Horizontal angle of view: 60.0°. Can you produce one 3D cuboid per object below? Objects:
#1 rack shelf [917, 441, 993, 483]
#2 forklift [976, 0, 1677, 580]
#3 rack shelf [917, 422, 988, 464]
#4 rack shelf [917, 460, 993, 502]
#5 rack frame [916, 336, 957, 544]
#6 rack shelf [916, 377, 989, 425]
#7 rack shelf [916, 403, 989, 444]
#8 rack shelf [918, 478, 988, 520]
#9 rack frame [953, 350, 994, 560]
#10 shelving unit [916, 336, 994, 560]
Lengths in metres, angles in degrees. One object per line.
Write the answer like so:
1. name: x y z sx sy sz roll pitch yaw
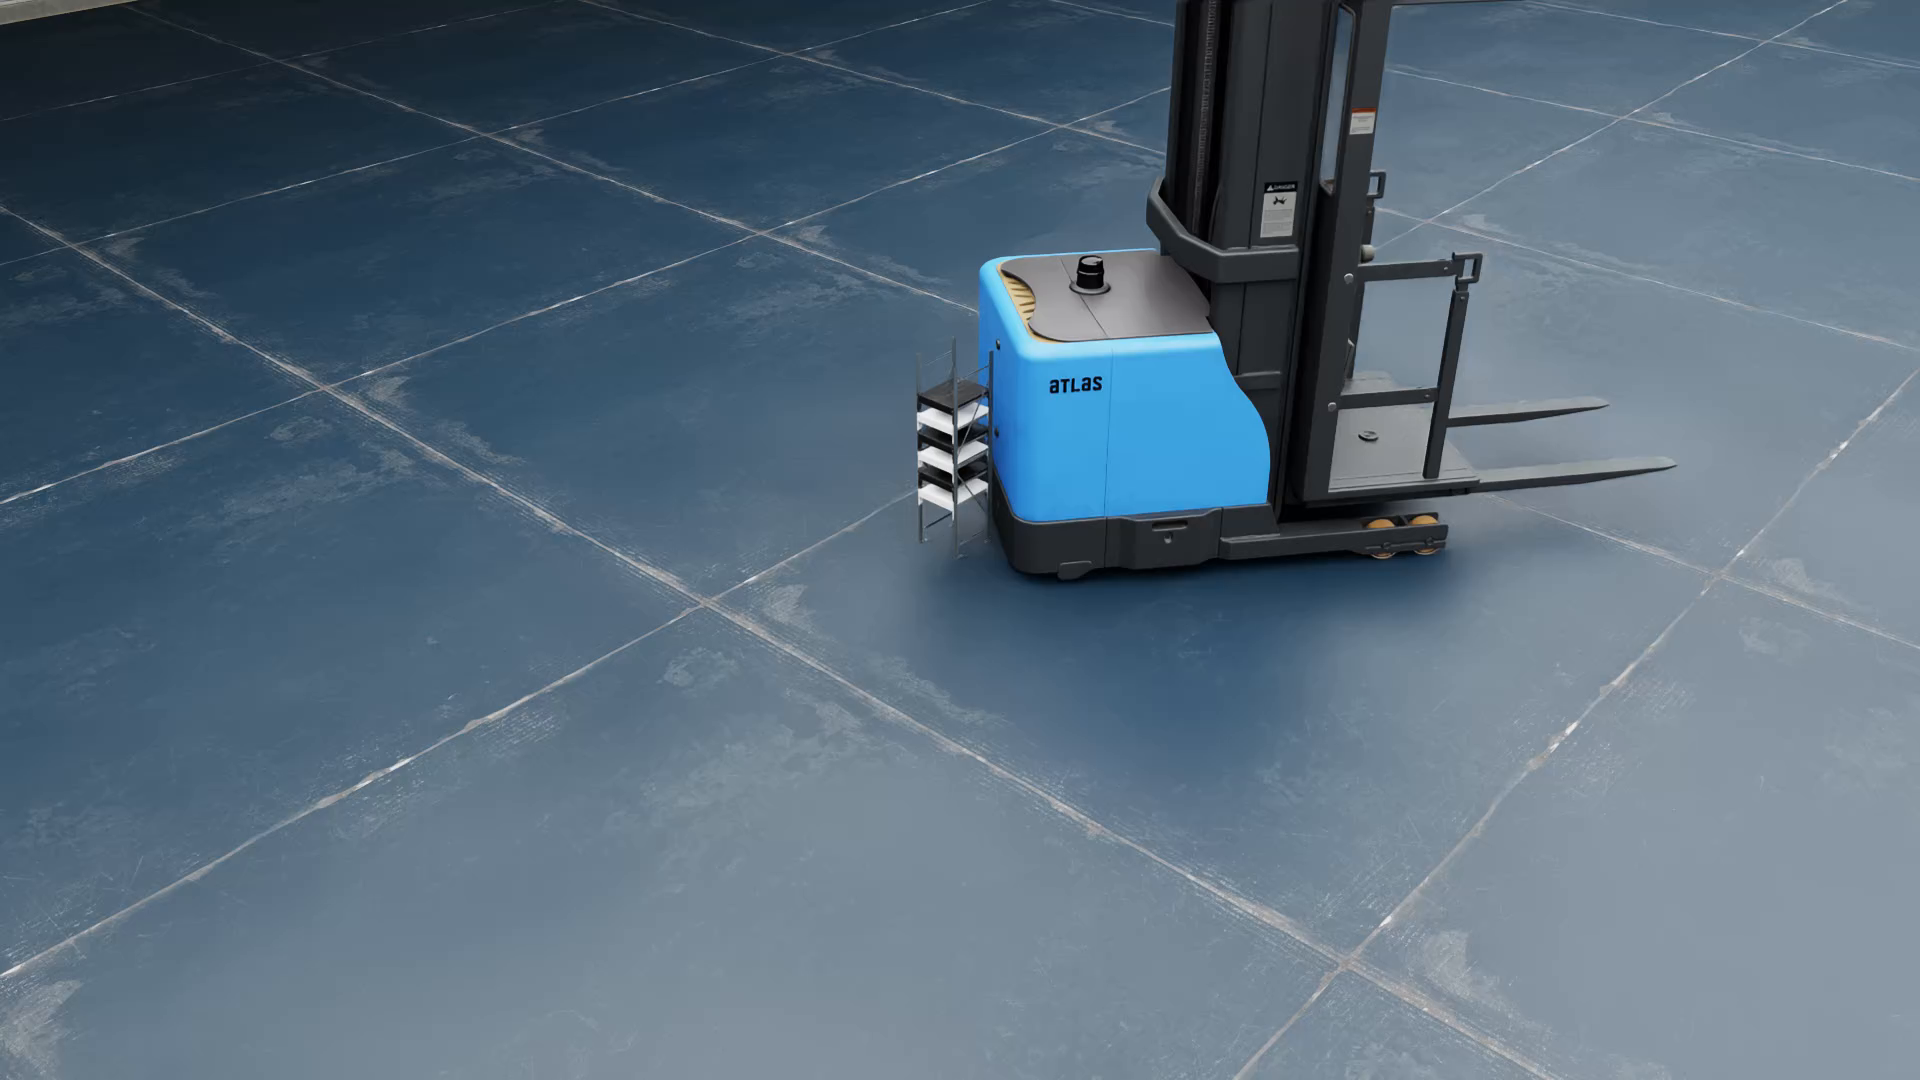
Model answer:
1. rack shelf: -0.021 -0.352 7.026 0.200 0.077 0.258 25 39 35
2. forklift: 1.635 -1.440 6.800 3.031 2.935 1.130 -5 31 -8
3. rack shelf: -0.021 -0.429 6.980 0.200 0.077 0.258 25 39 35
4. rack shelf: -0.021 -0.274 7.073 0.200 0.077 0.258 25 39 35
5. rack frame: -0.097 -0.415 7.067 0.006 0.900 0.240 25 39 35
6. rack shelf: -0.021 -0.583 6.887 0.200 0.077 0.258 25 39 35
7. rack shelf: -0.021 -0.506 6.933 0.200 0.077 0.258 25 39 35
8. rack shelf: -0.021 -0.197 7.119 0.200 0.077 0.258 25 39 35
9. rack frame: 0.055 -0.345 6.951 0.006 0.900 0.240 25 39 35
10. shelving unit: -0.021 -0.380 7.009 0.210 0.900 0.258 25 39 35
